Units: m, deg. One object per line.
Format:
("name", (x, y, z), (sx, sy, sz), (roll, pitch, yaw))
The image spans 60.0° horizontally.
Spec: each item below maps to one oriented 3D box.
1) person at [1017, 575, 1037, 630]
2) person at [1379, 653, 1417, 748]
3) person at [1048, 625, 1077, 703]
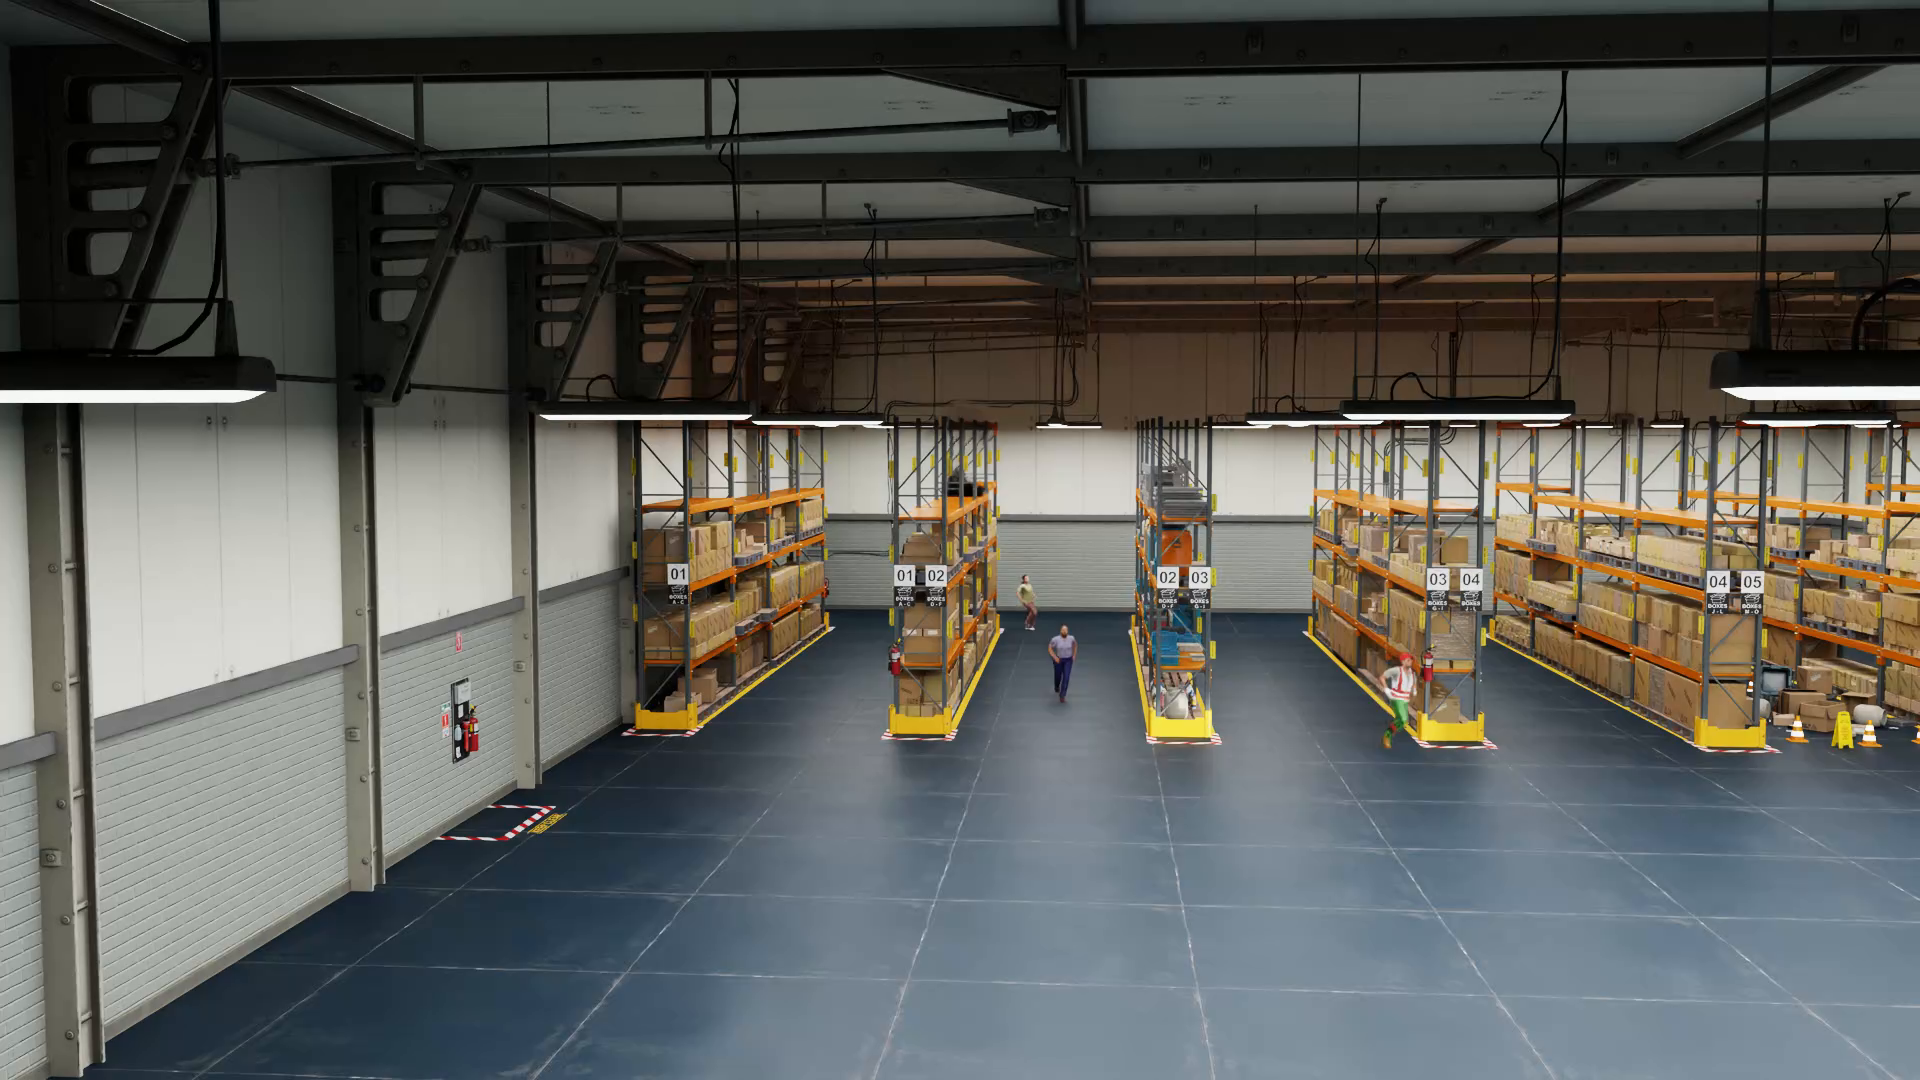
("person", (1.984, 1.802, 47.811), (0.525, 1.611, 0.632), (3, 5, 43))
("person", (7.950, 2.890, 29.951), (0.688, 1.727, 0.621), (-2, 4, -32))
("person", (2.199, 2.616, 35.475), (0.630, 1.633, 0.770), (0, 4, -5))
